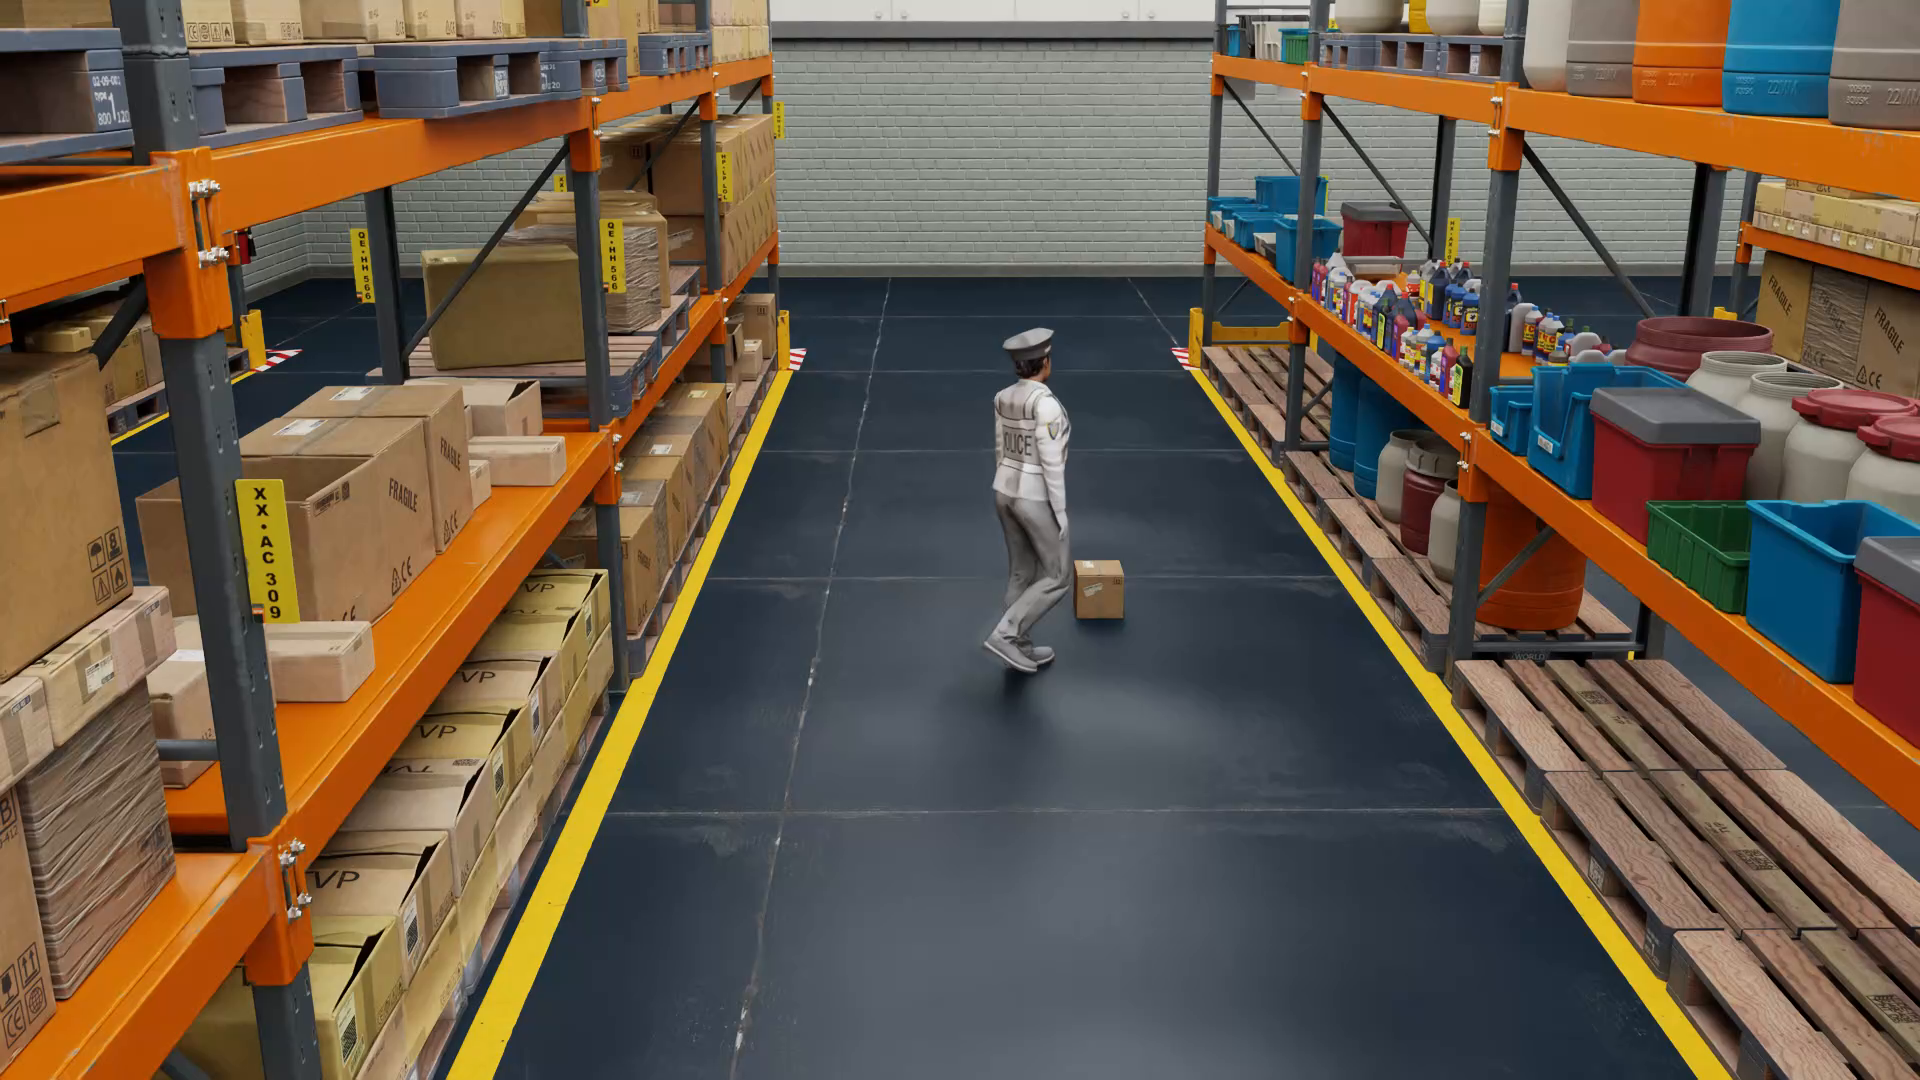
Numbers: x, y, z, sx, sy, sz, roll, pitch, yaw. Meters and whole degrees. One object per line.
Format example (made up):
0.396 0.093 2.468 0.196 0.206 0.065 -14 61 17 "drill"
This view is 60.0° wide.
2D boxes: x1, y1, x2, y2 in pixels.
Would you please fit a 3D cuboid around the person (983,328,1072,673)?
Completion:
0.279 -0.156 8.002 0.514 1.667 0.541 -11 20 -30 "person"
